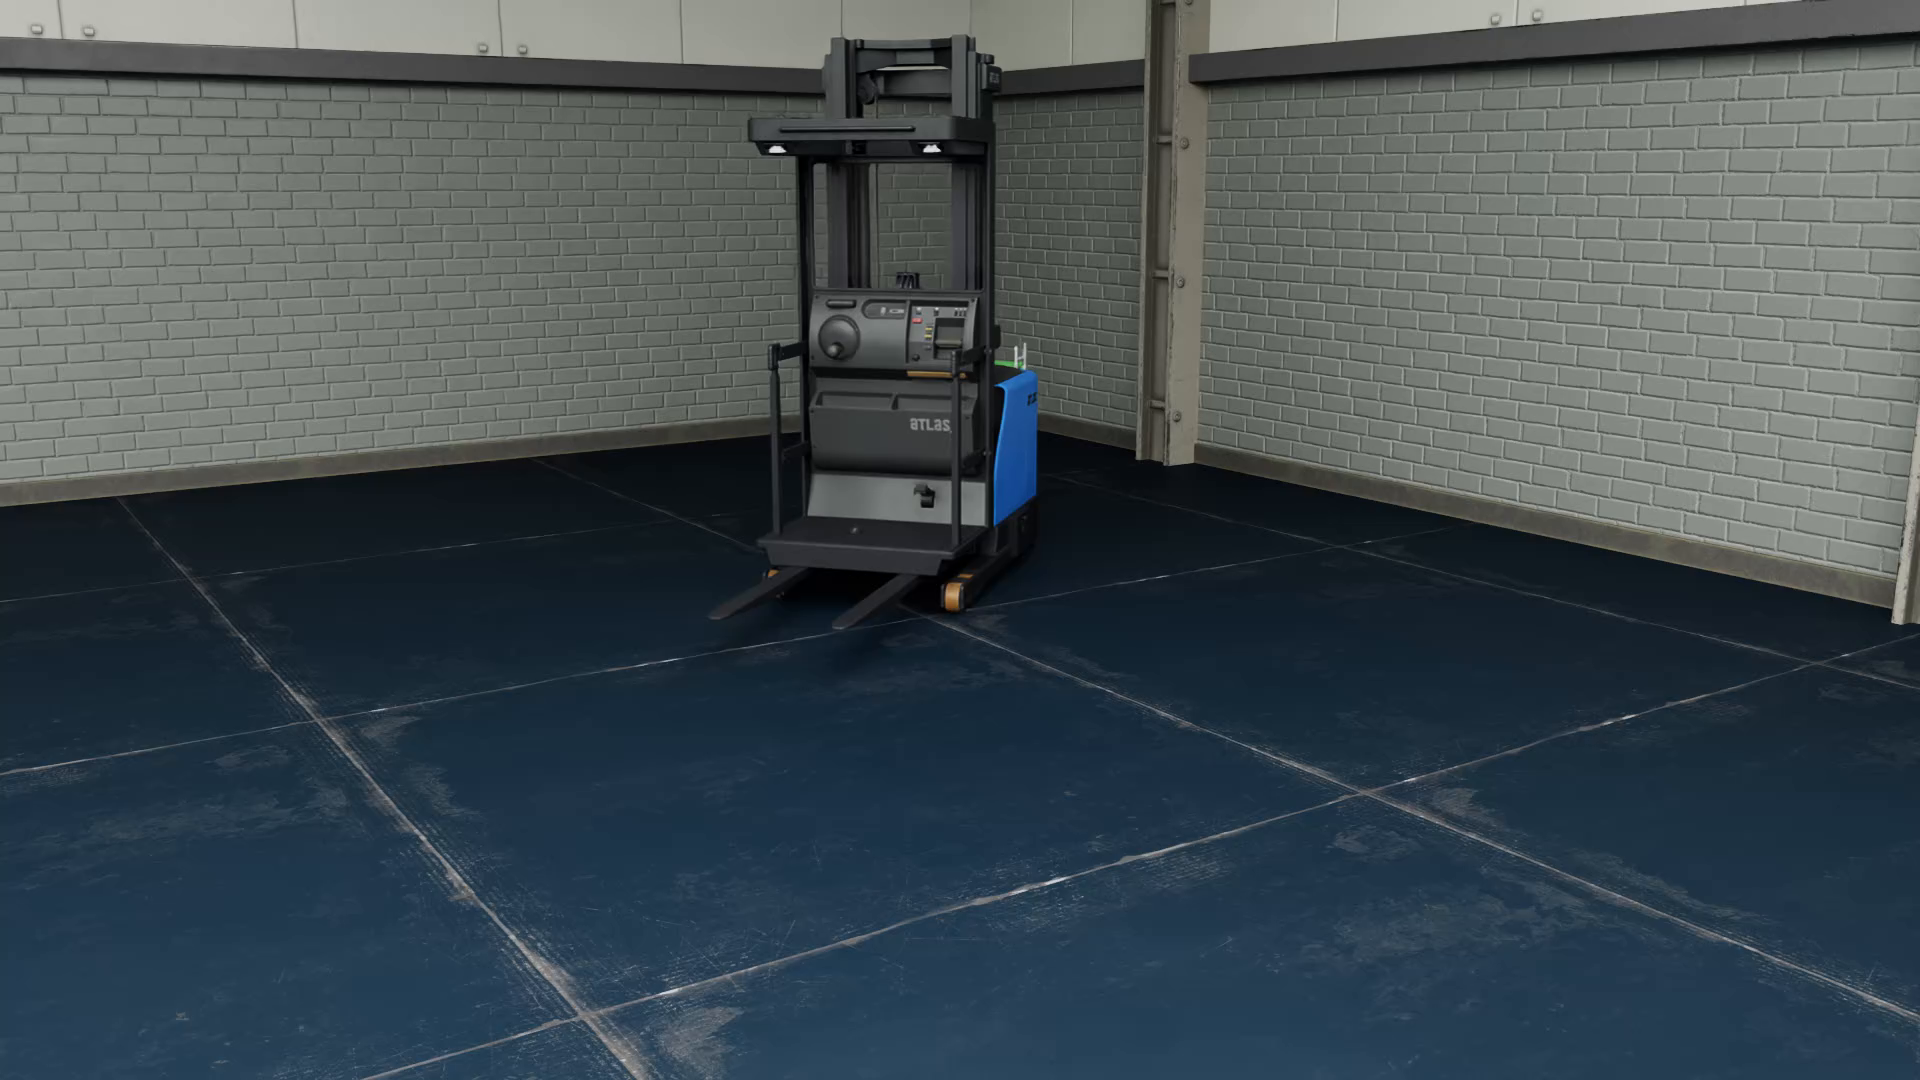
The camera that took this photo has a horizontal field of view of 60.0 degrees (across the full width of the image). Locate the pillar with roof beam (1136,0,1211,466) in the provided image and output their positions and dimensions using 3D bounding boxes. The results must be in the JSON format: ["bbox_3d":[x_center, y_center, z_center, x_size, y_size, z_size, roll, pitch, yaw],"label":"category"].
[{"bbox_3d":[-1.942,-4.519,9.961,9.100,9.000,0.400,-8,15,-33],"label":"pillar with roof beam"}]

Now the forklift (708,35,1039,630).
[{"bbox_3d":[-0.420,-1.145,8.738,1.130,2.935,3.031,4,13,16],"label":"forklift"}]

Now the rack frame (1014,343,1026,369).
[{"bbox_3d":[0.373,-0.620,10.389,0.015,1.200,0.240,4,13,16],"label":"rack frame"}]

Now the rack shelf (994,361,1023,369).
[{"bbox_3d":[0.139,-1.041,10.367,0.480,0.148,0.258,4,13,16],"label":"rack shelf"}]

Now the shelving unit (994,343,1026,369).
[{"bbox_3d":[0.139,-0.635,10.456,0.503,1.200,0.258,4,13,16],"label":"shelving unit"}]
